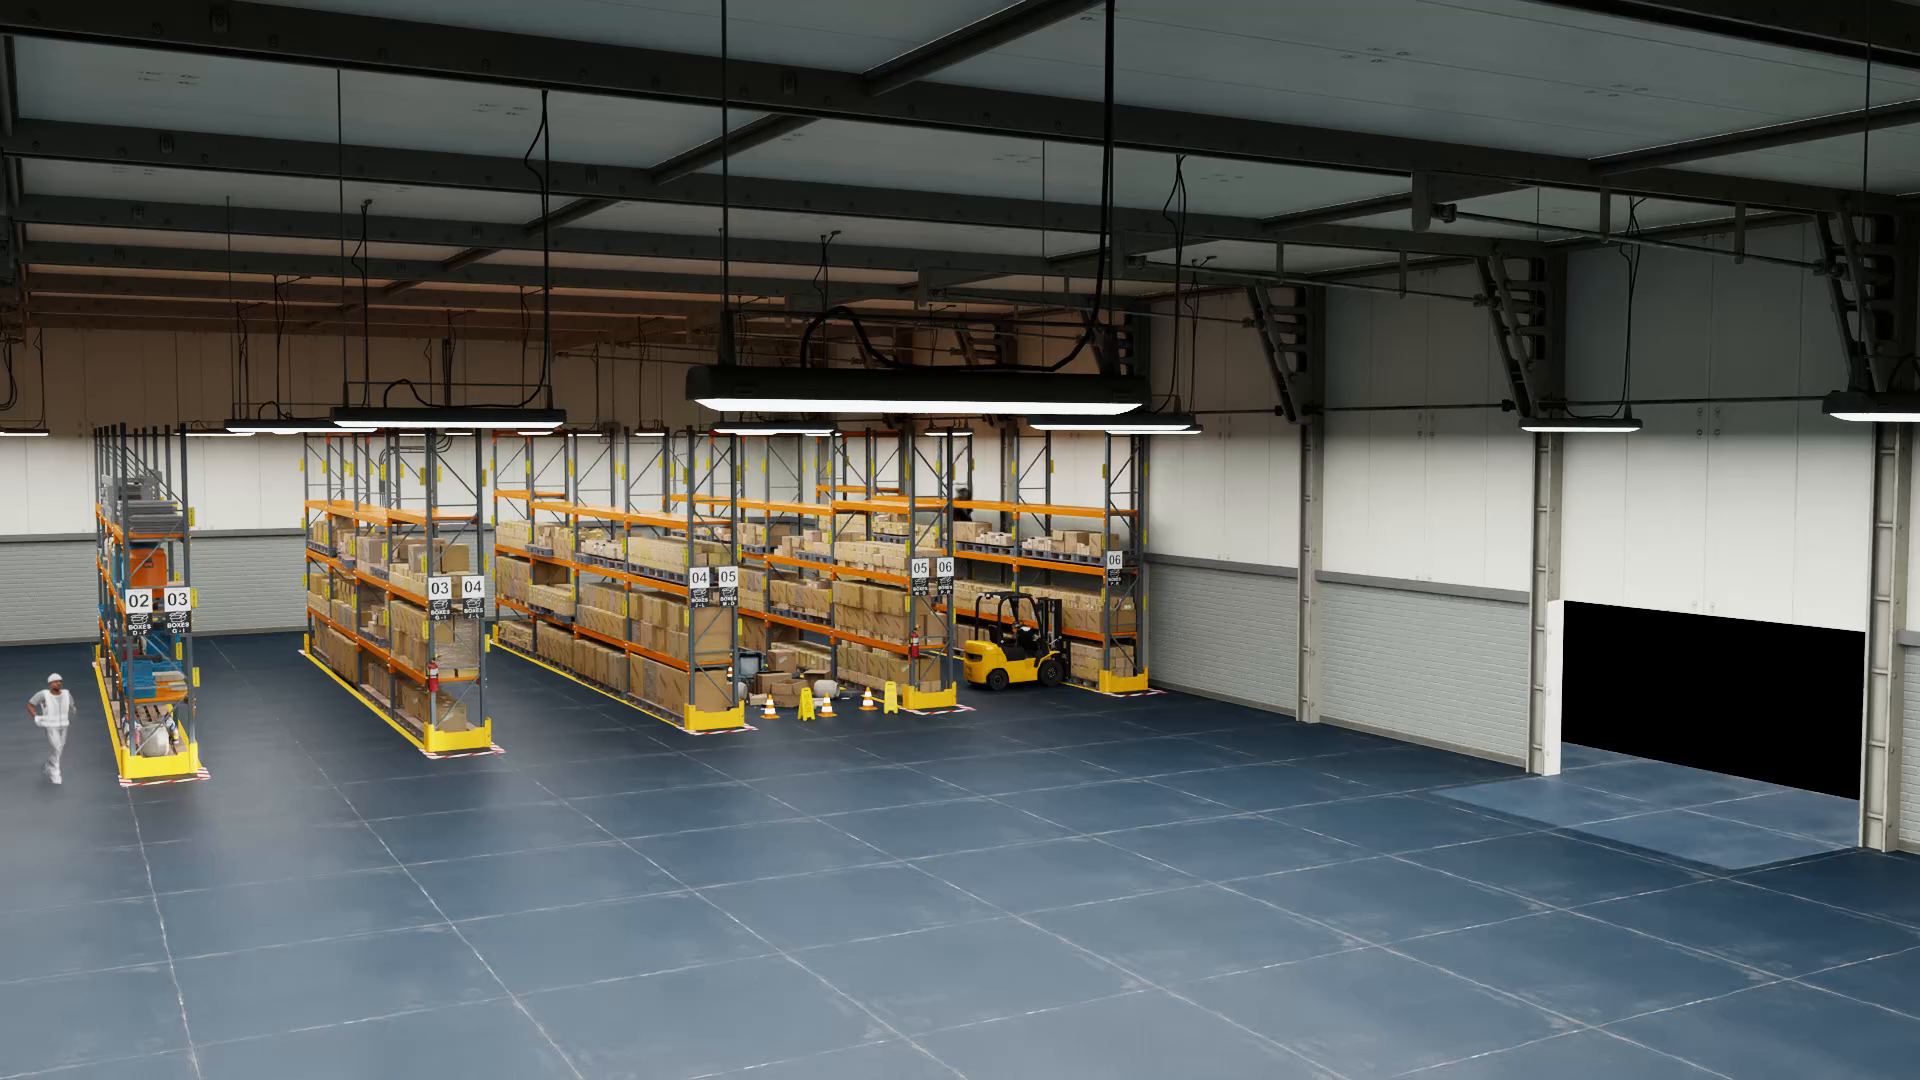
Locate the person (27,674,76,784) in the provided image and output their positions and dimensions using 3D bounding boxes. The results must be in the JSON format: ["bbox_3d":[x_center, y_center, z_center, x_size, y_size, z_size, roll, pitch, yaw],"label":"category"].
[{"bbox_3d":[-15.136,3.155,27.840,0.772,1.842,0.655,2,4,29],"label":"person"}]
